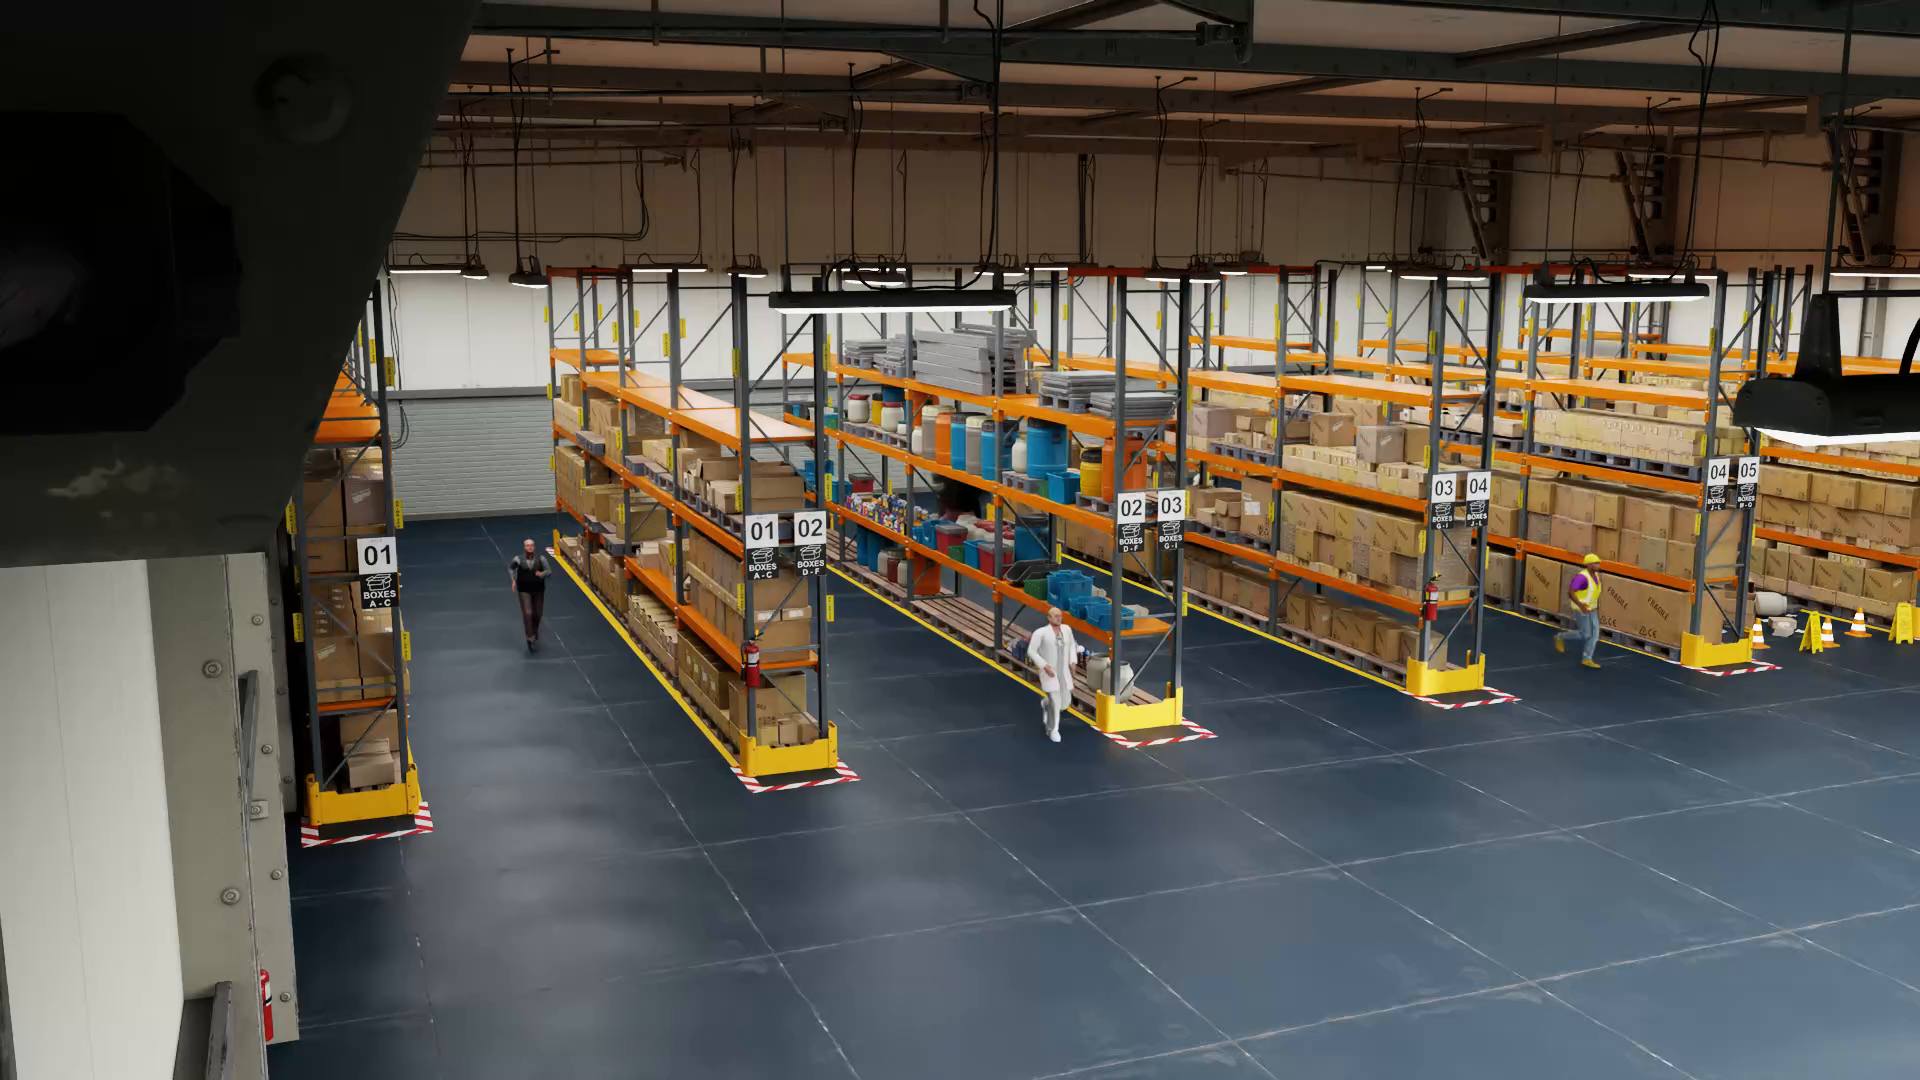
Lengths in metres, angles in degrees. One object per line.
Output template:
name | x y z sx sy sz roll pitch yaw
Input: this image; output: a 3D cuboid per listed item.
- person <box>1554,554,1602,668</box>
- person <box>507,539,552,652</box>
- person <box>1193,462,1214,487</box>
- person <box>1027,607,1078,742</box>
person | 9.589 1.062 25.632 0.726 1.741 0.777 -9 14 -43
person | -6.881 0.846 26.693 0.649 1.730 0.938 -5 11 -25
person | 5.379 -0.896 36.918 0.617 1.745 0.881 -3 10 -17
person | 1.207 1.728 21.808 0.747 1.744 0.652 -6 11 -29
